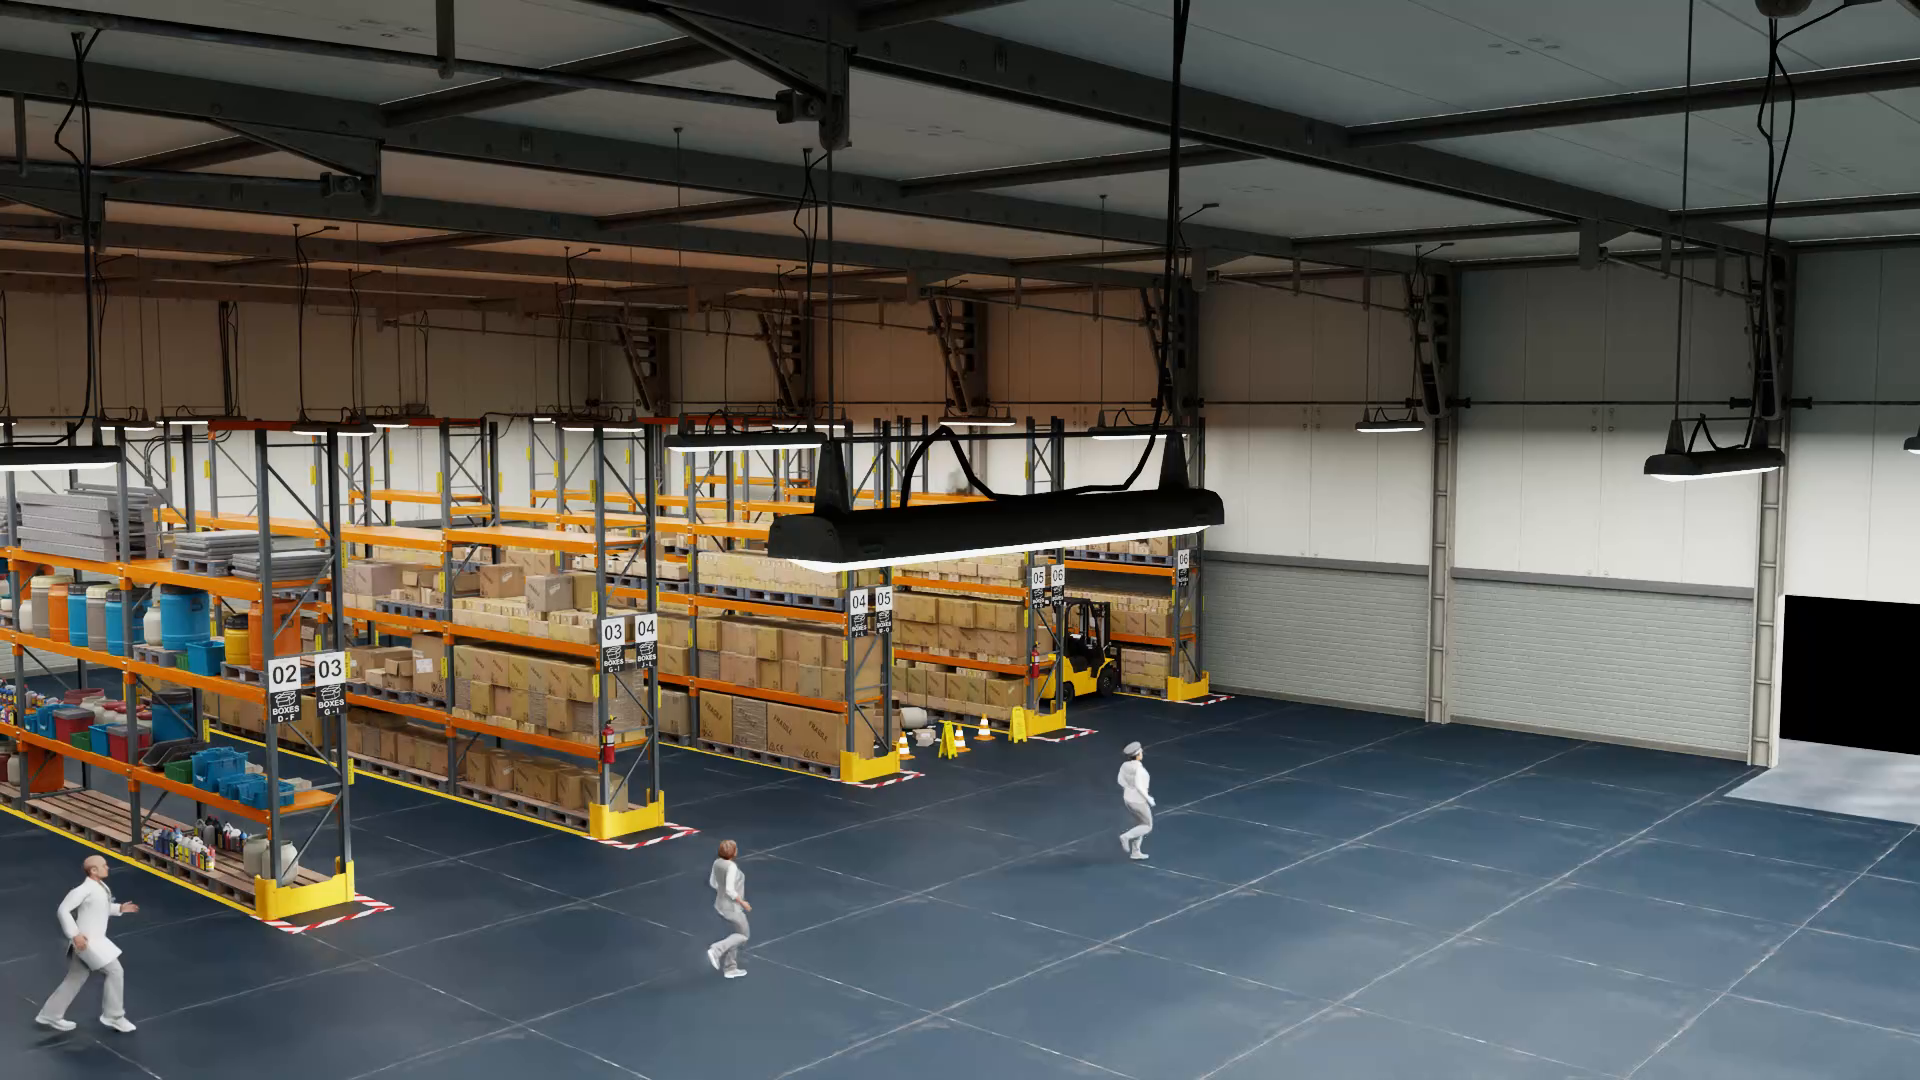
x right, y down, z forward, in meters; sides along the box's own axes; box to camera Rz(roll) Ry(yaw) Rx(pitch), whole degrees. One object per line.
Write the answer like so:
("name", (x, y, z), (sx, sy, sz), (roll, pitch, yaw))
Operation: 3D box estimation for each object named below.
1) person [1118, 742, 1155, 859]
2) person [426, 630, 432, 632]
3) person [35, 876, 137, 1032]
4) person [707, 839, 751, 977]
("person", (2.401, 3.605, 22.955), (0.555, 1.657, 0.615), (-2, 5, -27))
("person", (-10.728, 2.647, 33.829), (0.614, 1.728, 0.676), (4, 6, 43))
("person", (-8.780, 4.130, 16.653), (0.903, 1.551, 0.622), (-2, 5, -27))
("person", (-2.563, 4.048, 18.217), (0.549, 1.557, 0.538), (-3, 6, -36))
